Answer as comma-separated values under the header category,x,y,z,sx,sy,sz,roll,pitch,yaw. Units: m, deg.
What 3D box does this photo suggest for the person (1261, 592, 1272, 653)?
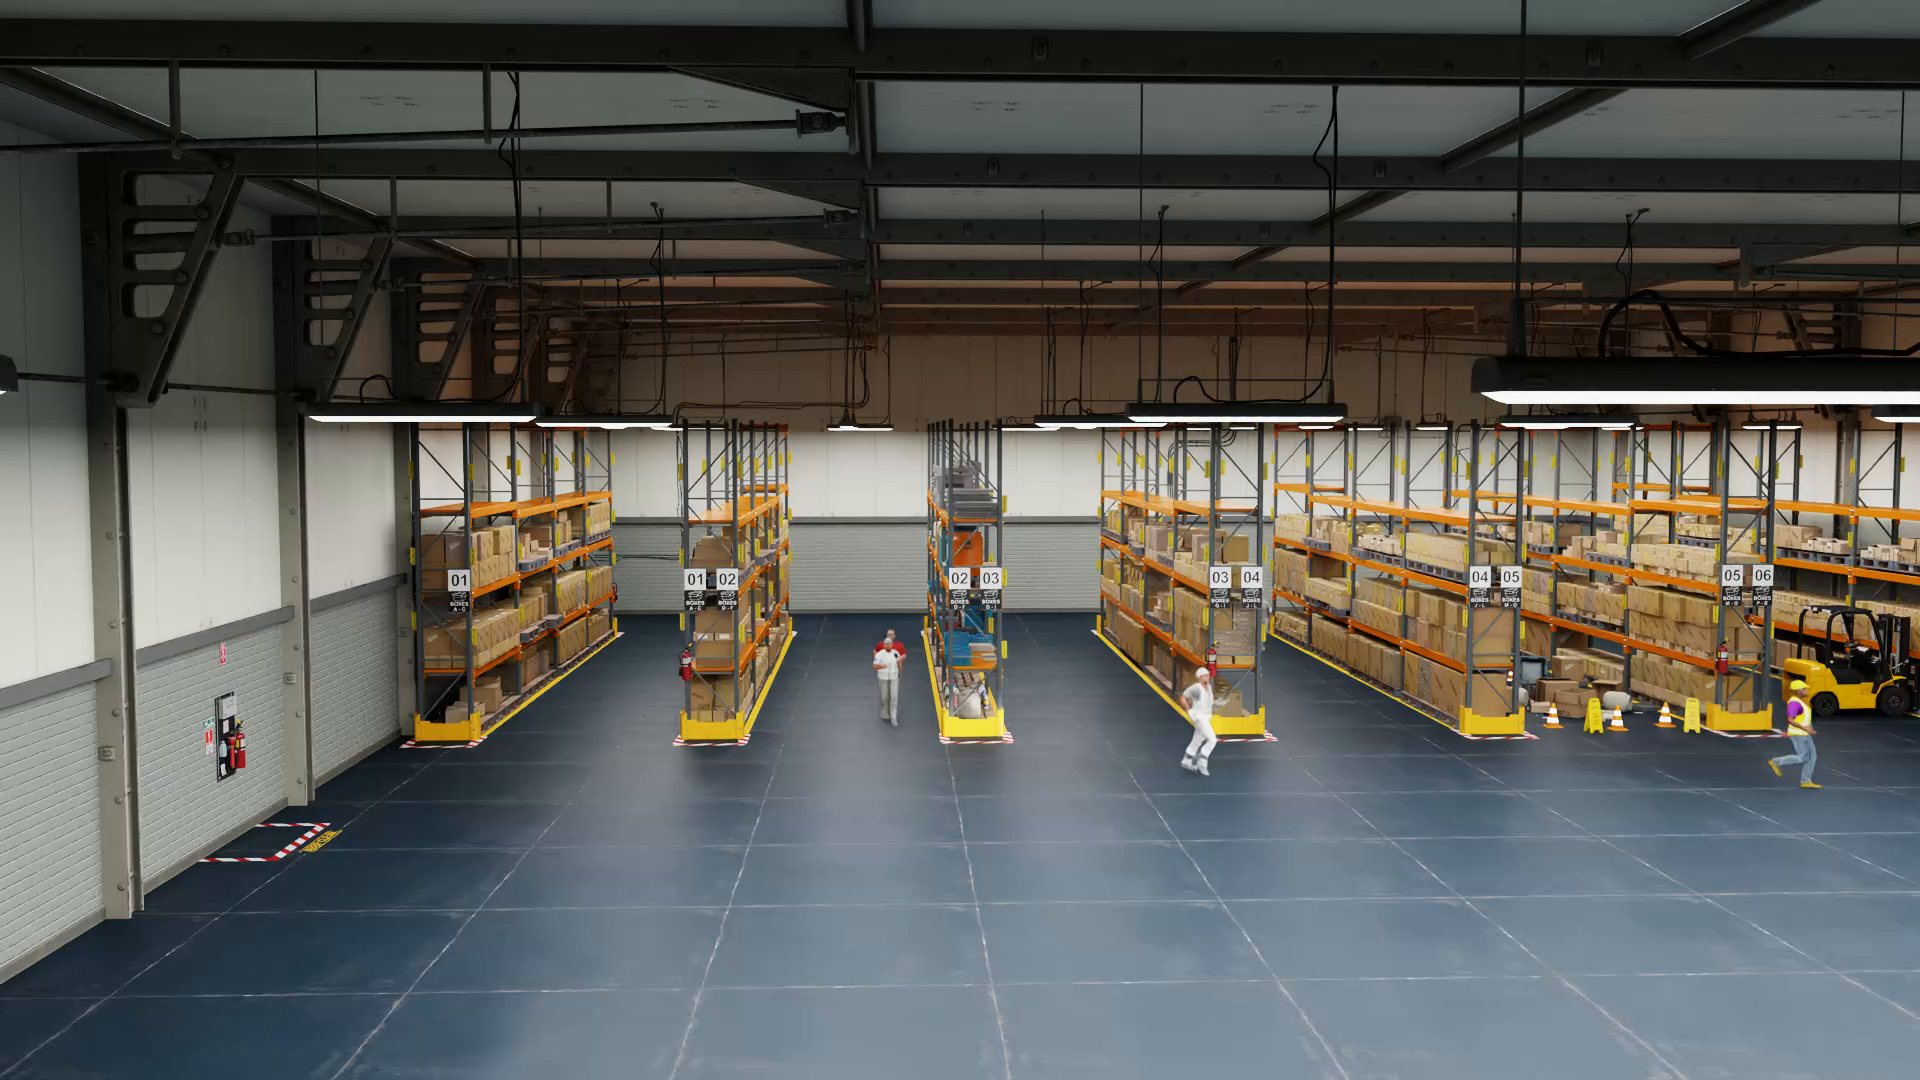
category,x,y,z,sx,sy,sz,roll,pitch,yaw
person,7.910,2.160,43.574,0.543,1.573,0.672,0,4,4

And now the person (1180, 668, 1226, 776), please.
category,x,y,z,sx,sy,sz,roll,pitch,yaw
person,4.085,3.054,27.975,0.746,1.832,0.610,2,4,31

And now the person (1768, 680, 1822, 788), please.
category,x,y,z,sx,sy,sz,roll,pitch,yaw
person,13.558,3.133,26.930,0.787,1.734,0.698,3,4,35

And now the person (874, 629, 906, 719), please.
category,x,y,z,sx,sy,sz,roll,pitch,yaw
person,-1.409,2.698,33.729,0.640,1.788,0.837,0,4,-6

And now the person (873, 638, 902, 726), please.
category,x,y,z,sx,sy,sz,roll,pitch,yaw
person,-1.423,2.768,32.823,0.585,1.679,0.853,-1,4,-9
